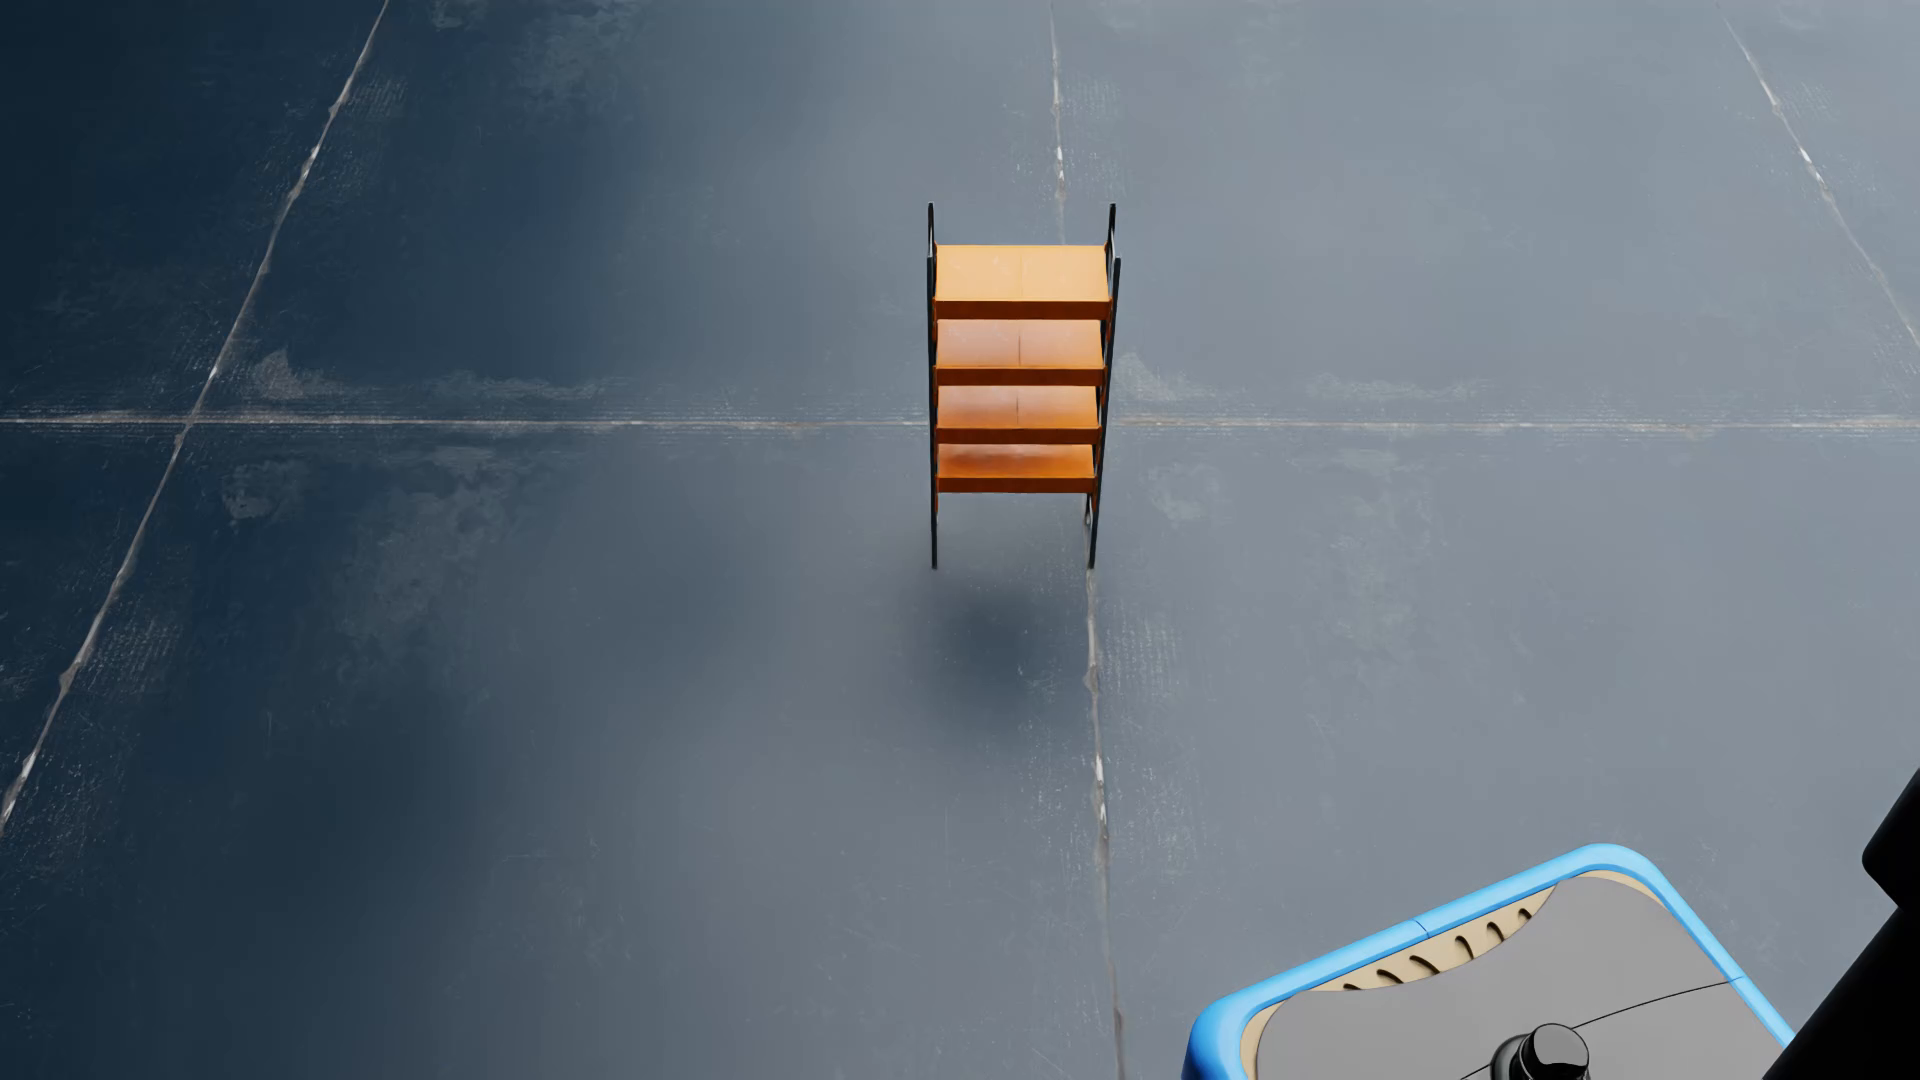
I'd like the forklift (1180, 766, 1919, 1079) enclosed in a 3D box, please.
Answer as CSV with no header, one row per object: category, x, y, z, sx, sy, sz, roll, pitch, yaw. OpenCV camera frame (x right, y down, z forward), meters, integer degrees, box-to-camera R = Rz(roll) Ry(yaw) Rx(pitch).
forklift,1.448,1.438,1.909,1.130,2.935,3.031,-18,50,-16

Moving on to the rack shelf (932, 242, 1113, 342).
rack shelf,0.166,-0.676,4.523,0.480,0.148,0.258,0,47,0

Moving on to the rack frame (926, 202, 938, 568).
rack frame,-0.078,-0.409,4.811,0.015,1.200,0.240,0,47,0

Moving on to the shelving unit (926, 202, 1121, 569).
shelving unit,0.166,-0.408,4.810,0.503,1.200,0.258,0,47,0

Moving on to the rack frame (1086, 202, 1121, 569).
rack frame,0.410,-0.408,4.810,0.015,1.200,0.240,0,47,0

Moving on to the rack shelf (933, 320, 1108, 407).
rack shelf,0.166,-0.515,4.696,0.480,0.148,0.258,0,47,0

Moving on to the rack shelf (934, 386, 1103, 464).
rack shelf,0.166,-0.362,4.860,0.480,0.148,0.258,0,47,0

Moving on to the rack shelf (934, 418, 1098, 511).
rack shelf,0.166,-0.227,5.005,0.480,0.148,0.258,0,47,0
